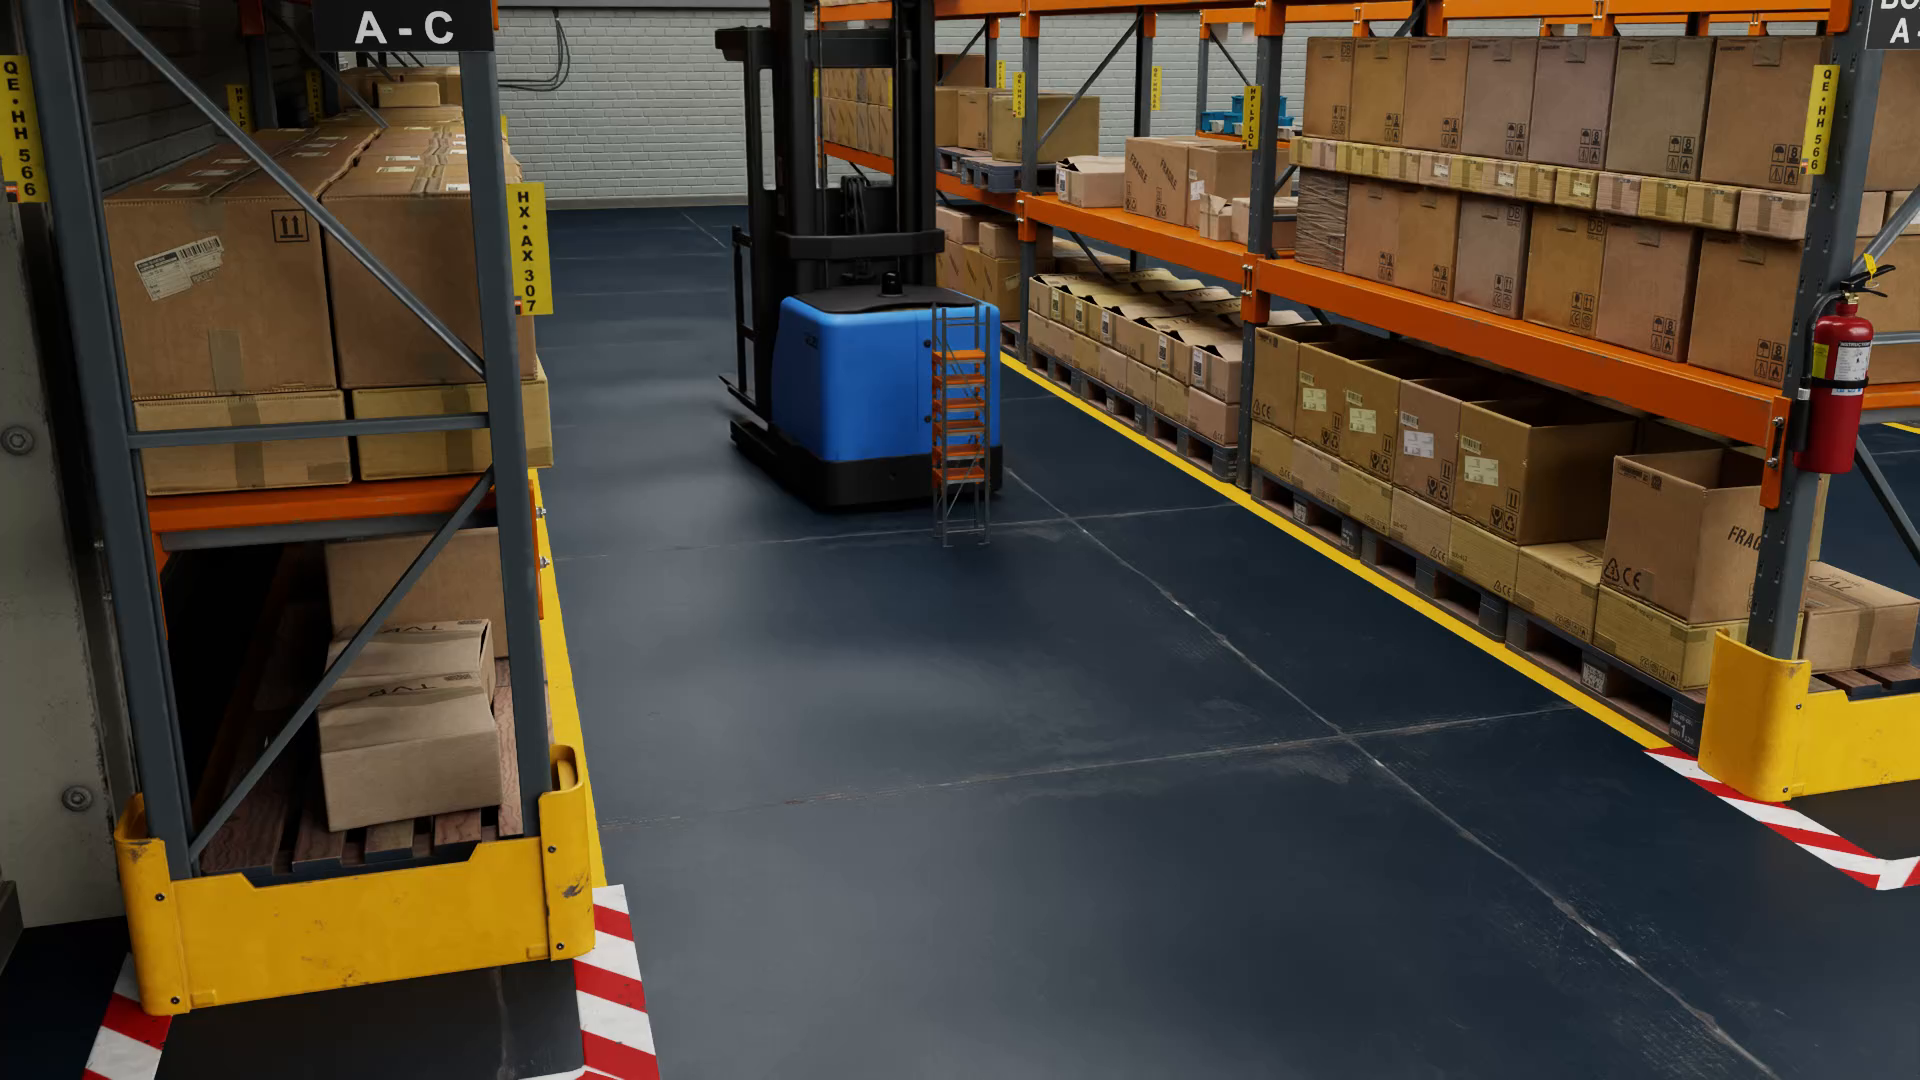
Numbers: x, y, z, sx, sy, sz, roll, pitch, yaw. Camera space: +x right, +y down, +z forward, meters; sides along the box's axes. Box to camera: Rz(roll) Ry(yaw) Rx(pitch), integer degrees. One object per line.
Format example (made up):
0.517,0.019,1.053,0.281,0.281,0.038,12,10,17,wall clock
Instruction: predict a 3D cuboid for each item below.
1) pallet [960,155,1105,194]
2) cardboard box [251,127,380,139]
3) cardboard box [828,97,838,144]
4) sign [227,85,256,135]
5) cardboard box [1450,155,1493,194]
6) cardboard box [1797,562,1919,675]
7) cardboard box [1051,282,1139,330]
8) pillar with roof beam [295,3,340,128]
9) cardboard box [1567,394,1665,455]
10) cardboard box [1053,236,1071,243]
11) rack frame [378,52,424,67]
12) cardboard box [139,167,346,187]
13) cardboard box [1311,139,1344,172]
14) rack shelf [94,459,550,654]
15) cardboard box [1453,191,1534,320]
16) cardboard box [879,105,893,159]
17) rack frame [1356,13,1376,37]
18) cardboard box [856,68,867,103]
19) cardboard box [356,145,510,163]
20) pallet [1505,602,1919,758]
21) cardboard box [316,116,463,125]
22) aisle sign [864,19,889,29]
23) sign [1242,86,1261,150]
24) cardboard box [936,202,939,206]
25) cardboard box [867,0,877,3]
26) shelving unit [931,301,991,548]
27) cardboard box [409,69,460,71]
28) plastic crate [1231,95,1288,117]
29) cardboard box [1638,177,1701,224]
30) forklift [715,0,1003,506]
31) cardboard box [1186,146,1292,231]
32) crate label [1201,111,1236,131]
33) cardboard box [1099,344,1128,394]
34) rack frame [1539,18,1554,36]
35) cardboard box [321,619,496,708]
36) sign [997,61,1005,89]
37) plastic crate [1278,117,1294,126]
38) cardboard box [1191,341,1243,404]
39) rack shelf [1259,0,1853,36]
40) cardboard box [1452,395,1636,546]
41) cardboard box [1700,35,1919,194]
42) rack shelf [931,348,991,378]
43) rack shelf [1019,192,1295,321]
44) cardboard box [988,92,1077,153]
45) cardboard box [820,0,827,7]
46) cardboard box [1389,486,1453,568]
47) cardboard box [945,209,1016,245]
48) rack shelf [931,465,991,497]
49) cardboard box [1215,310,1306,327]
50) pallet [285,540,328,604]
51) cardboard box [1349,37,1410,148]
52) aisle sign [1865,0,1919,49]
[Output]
0.712,-2.961,13.430,1.213,0.211,1.003,-5,17,-15,pallet
-2.768,-1.523,7.229,0.500,0.500,0.500,-5,17,-17,cardboard box
-1.217,-4.846,19.198,0.500,0.500,0.500,-5,17,-16,cardboard box
-3.229,-1.882,7.490,0.100,0.325,0.005,-5,17,-15,sign
2.382,-1.606,7.282,0.380,0.149,0.250,-5,17,-16,cardboard box
3.231,0.291,6.318,0.500,0.250,0.500,-5,17,-15,cardboard box
0.980,-1.711,12.010,0.500,0.311,0.500,-5,17,-17,cardboard box
-1.780,-6.924,15.860,9.100,9.000,0.400,-5,17,-15,pillar with roof beam
2.942,-0.343,7.127,0.500,0.500,0.500,-5,17,-15,cardboard box
0.685,-2.461,15.011,0.500,0.500,0.500,-5,18,-17,cardboard box
-5.995,-4.692,18.857,1.000,3.000,0.127,-5,17,-15,rack frame
-2.060,-0.816,4.878,0.500,0.500,0.500,-4,17,-15,cardboard box
2.022,-1.964,8.476,0.380,0.149,0.250,-4,17,-14,cardboard box
-2.147,-0.474,6.068,1.077,0.370,4.000,-5,17,-15,rack shelf
2.620,-1.265,7.274,0.700,0.500,0.500,-4,17,-14,cardboard box
-0.517,-4.144,16.859,0.500,0.500,0.500,-4,17,-14,cardboard box
4.630,-4.368,17.781,1.000,3.000,0.127,-5,17,-15,rack frame
-0.803,-4.905,17.655,0.500,0.500,0.500,-5,17,-15,cardboard box
-1.855,-1.141,5.960,0.500,0.500,0.500,-4,17,-14,cardboard box
2.914,0.469,6.524,1.003,0.211,1.213,-5,17,-15,pallet
-3.161,-2.109,9.321,0.700,0.500,0.500,-2,17,-8,cardboard box
-0.957,-6.372,19.933,0.394,0.787,0.004,-5,17,-15,aisle sign
1.546,-2.236,8.807,0.100,0.325,0.005,-5,17,-15,sign
-0.655,-3.512,18.505,0.797,0.503,0.637,-5,17,-15,cardboard box
-0.650,-5.595,16.911,0.500,0.250,0.500,-5,17,-15,cardboard box
0.004,-0.571,8.266,0.258,1.200,0.189,-5,17,-15,shelving unit
-4.109,-3.611,13.230,0.500,0.250,0.500,-5,17,-16,cardboard box
3.803,-5.443,21.191,0.616,0.435,0.499,-5,17,-15,plastic crate
2.733,-1.251,6.100,0.380,0.149,0.250,-5,17,-16,cardboard box
-0.784,-1.966,9.904,1.130,2.935,3.031,-7,18,-21,forklift
1.725,-2.172,10.296,0.500,0.500,0.500,-3,17,-11,cardboard box
3.282,-5.329,21.165,0.416,0.233,0.303,-5,17,-15,crate label
1.256,-1.163,11.160,0.500,0.250,0.500,-4,17,-14,cardboard box
8.293,-5.866,22.768,1.000,3.000,0.127,-5,17,-15,rack frame
-1.858,0.455,5.632,0.500,0.311,0.500,-3,17,-11,cardboard box
0.399,-4.577,16.463,0.100,0.325,0.005,-5,17,-15,sign
3.727,-4.882,19.677,0.416,0.233,0.300,-5,17,-15,plastic crate
1.678,-1.007,9.666,0.500,0.311,0.500,-5,17,-15,cardboard box
2.615,-2.304,6.944,1.077,0.370,4.000,-5,17,-15,rack shelf
2.442,-0.302,6.990,0.500,0.500,0.500,-5,17,-15,cardboard box
3.034,-1.472,5.711,0.700,0.500,0.500,-5,17,-15,cardboard box
0.004,-0.873,8.175,0.258,0.103,0.180,-5,17,-15,rack shelf
1.516,-1.974,11.059,1.077,0.370,4.000,-5,17,-15,rack shelf
0.617,-3.554,14.165,0.700,0.500,0.500,-1,17,-5,cardboard box
-1.336,-6.287,19.214,0.500,0.250,0.500,-5,17,-15,cardboard box
2.309,-0.082,7.559,0.500,0.250,0.500,-5,17,-15,cardboard box
0.179,-2.782,14.777,0.500,0.250,0.500,-5,17,-16,cardboard box
0.004,-0.298,8.348,0.258,0.103,0.180,-5,17,-15,rack shelf
1.915,-1.334,10.753,0.500,0.311,0.500,-5,18,-17,cardboard box
-2.478,0.146,7.598,1.003,0.211,1.213,-5,17,-15,pallet
2.333,-2.172,8.041,0.700,0.500,0.500,-5,17,-15,cardboard box
2.900,-1.862,4.918,0.394,0.787,0.004,-5,17,-15,aisle sign
